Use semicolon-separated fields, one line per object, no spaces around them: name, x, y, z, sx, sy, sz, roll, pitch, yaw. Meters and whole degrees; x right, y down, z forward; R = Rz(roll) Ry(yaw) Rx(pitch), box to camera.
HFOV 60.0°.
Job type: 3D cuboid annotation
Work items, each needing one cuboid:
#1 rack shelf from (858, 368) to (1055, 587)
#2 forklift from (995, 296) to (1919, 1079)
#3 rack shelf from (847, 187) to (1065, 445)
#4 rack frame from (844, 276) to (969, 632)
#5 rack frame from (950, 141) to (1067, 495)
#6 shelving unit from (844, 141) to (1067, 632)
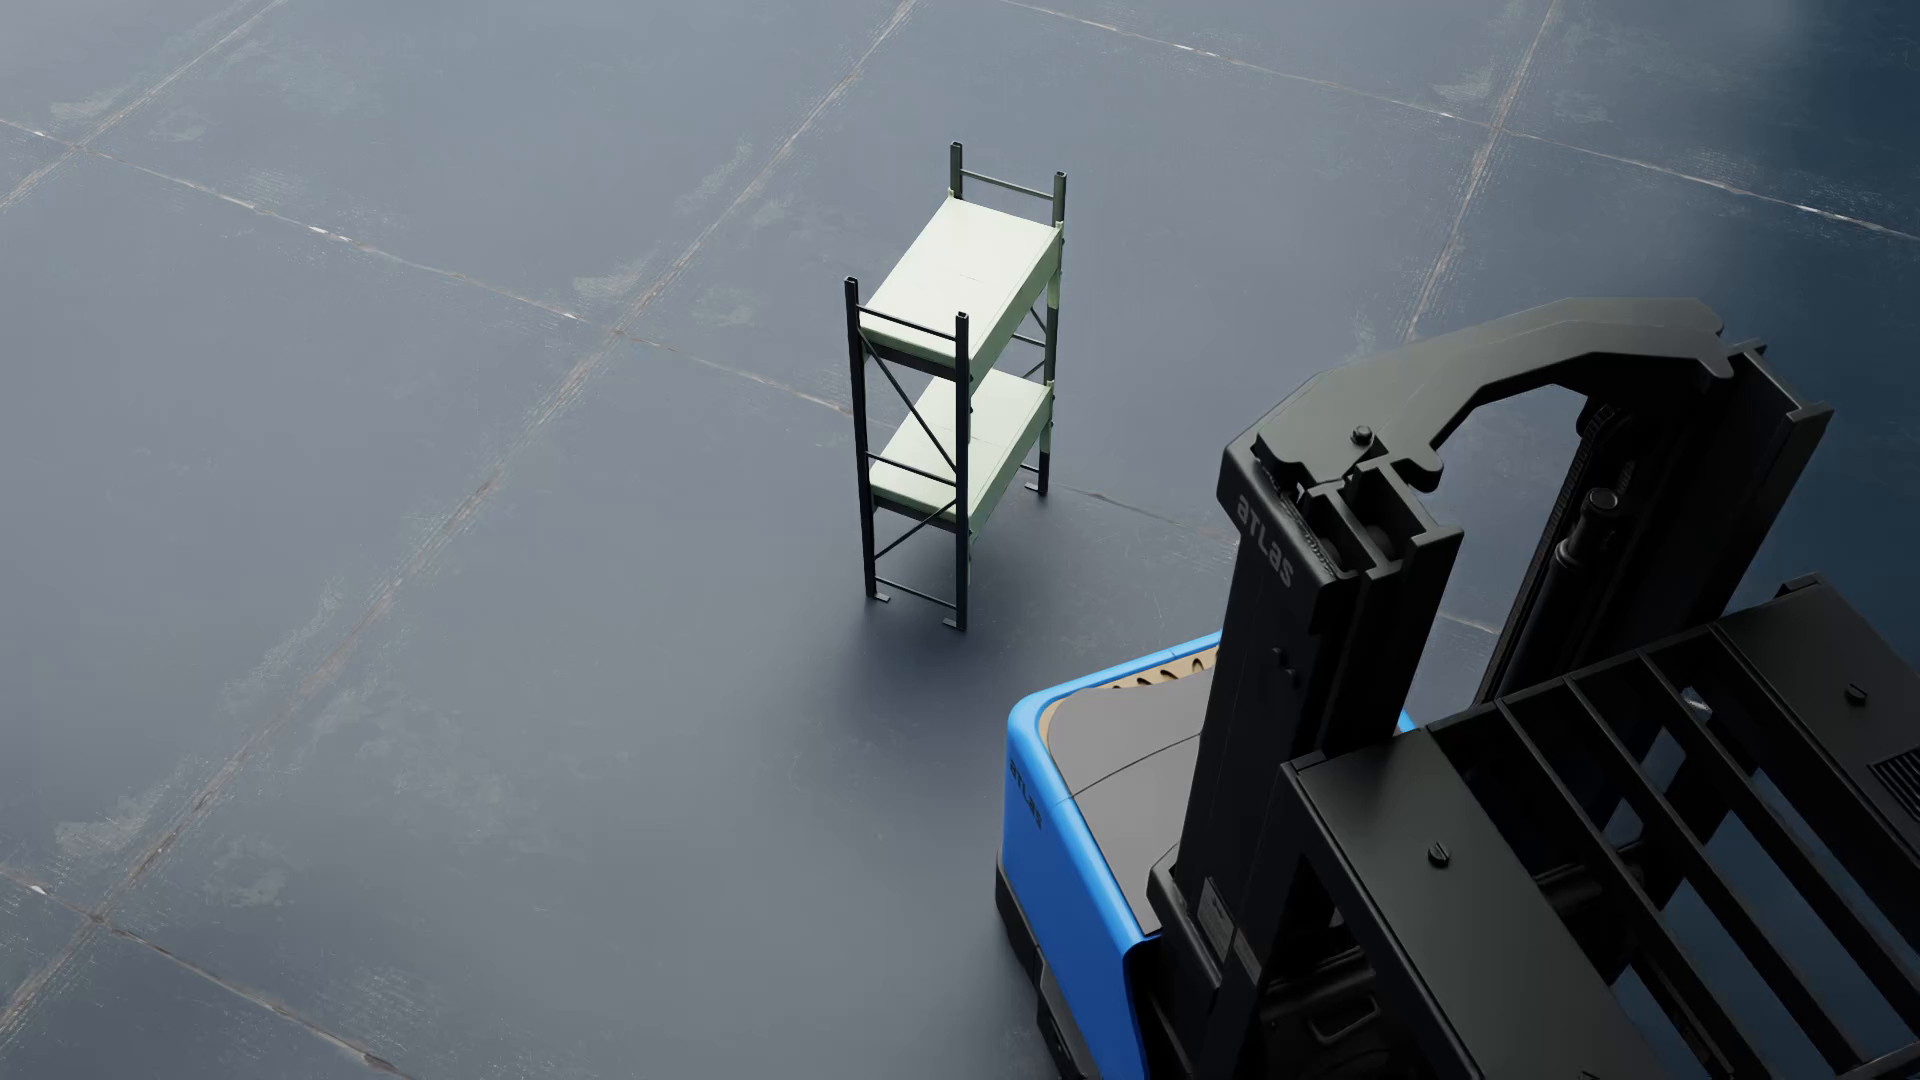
rack shelf;-0.003;-0.270;5.923;0.431;0.370;0.720;20;52;16
forklift;1.131;1.089;3.399;1.130;2.935;3.031;-17;52;-14
rack shelf;-0.003;-0.734;5.378;0.431;0.370;0.720;20;52;16
rack frame;-0.159;-0.229;5.460;0.400;1.500;0.023;20;52;16
rack frame;0.154;-0.733;5.889;0.400;1.500;0.023;20;52;16
shelving unit;-0.003;-0.481;5.675;0.431;1.500;0.755;20;52;16
